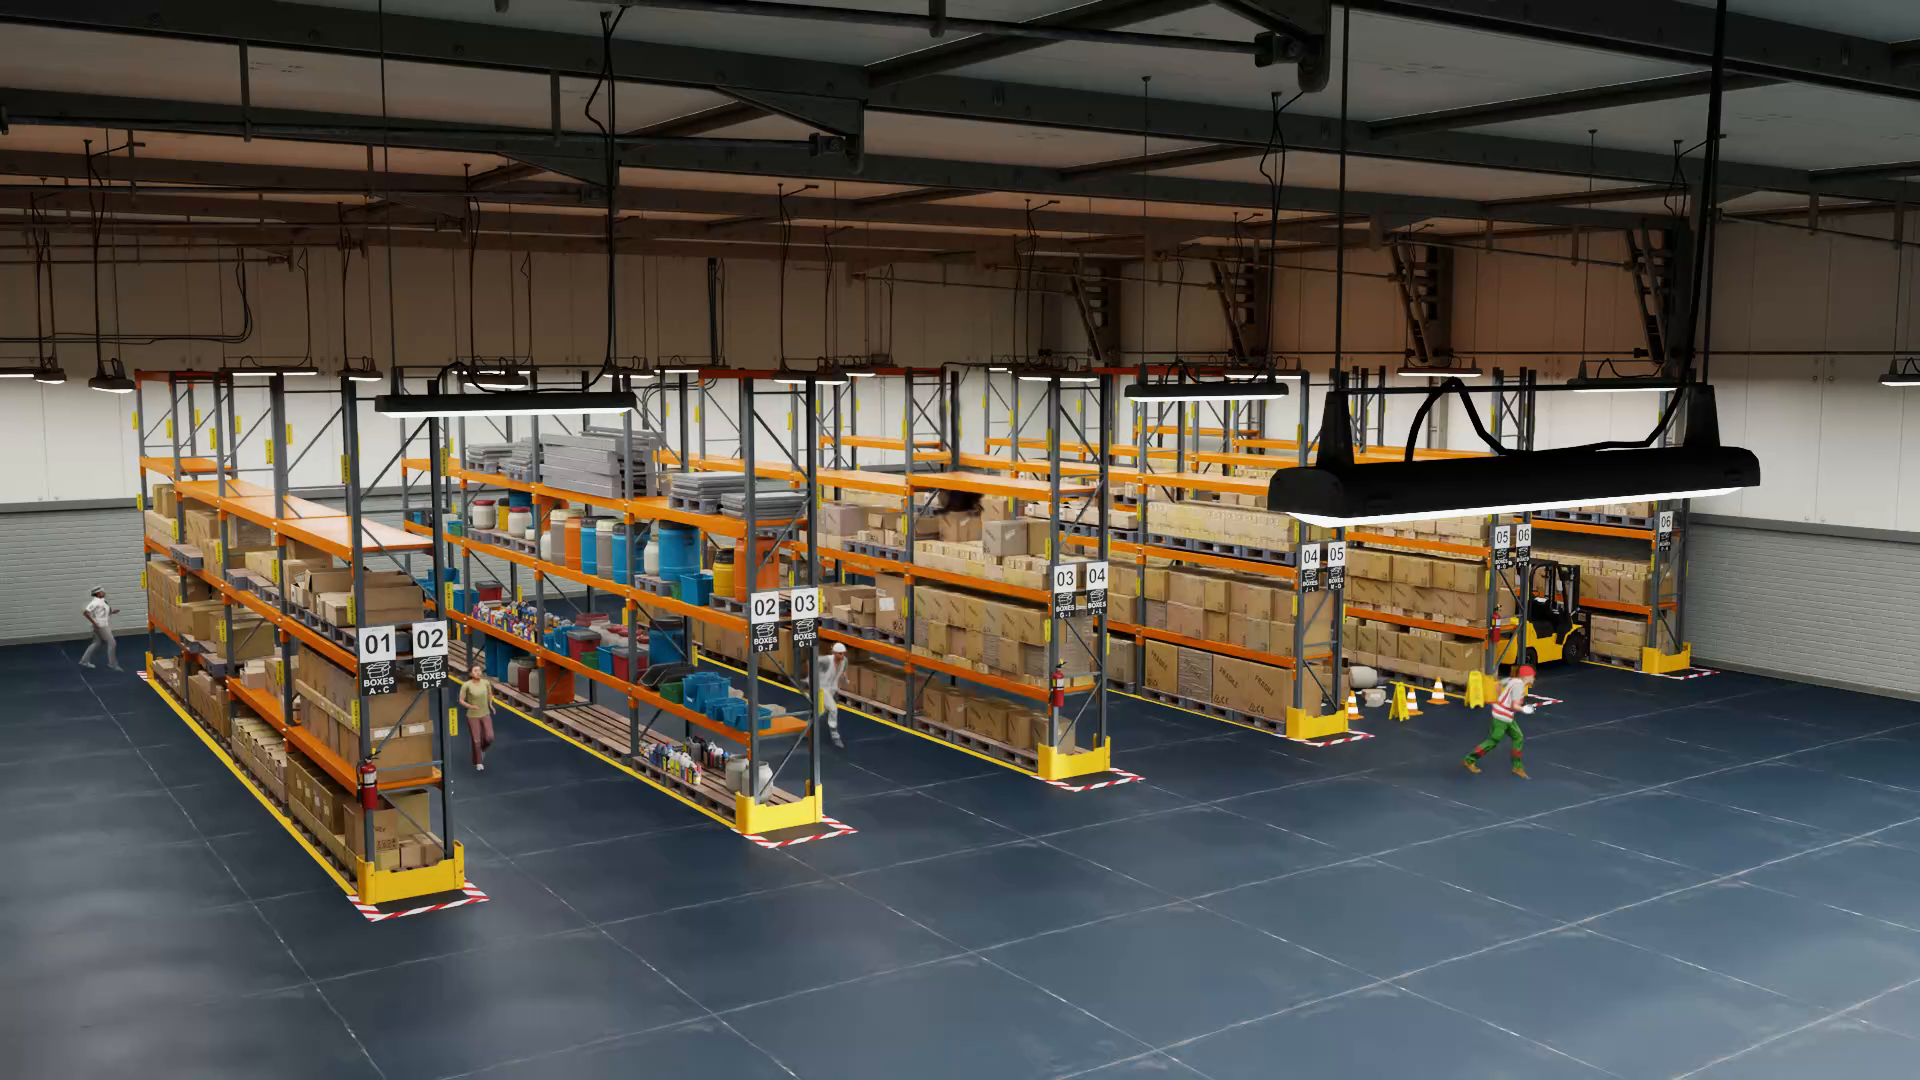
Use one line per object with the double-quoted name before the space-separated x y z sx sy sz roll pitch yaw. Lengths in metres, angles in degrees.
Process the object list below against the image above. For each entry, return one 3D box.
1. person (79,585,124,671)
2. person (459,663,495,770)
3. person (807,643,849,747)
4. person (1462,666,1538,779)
"person" -17.095 1.762 33.043 0.773 1.753 0.553 -3 7 -24
"person" -7.302 2.680 25.237 0.574 1.631 0.540 -5 8 -35
"person" -2.197 2.477 26.974 0.706 1.731 1.055 -6 9 -42
"person" 8.038 2.718 24.782 1.052 1.733 0.704 1 7 8
